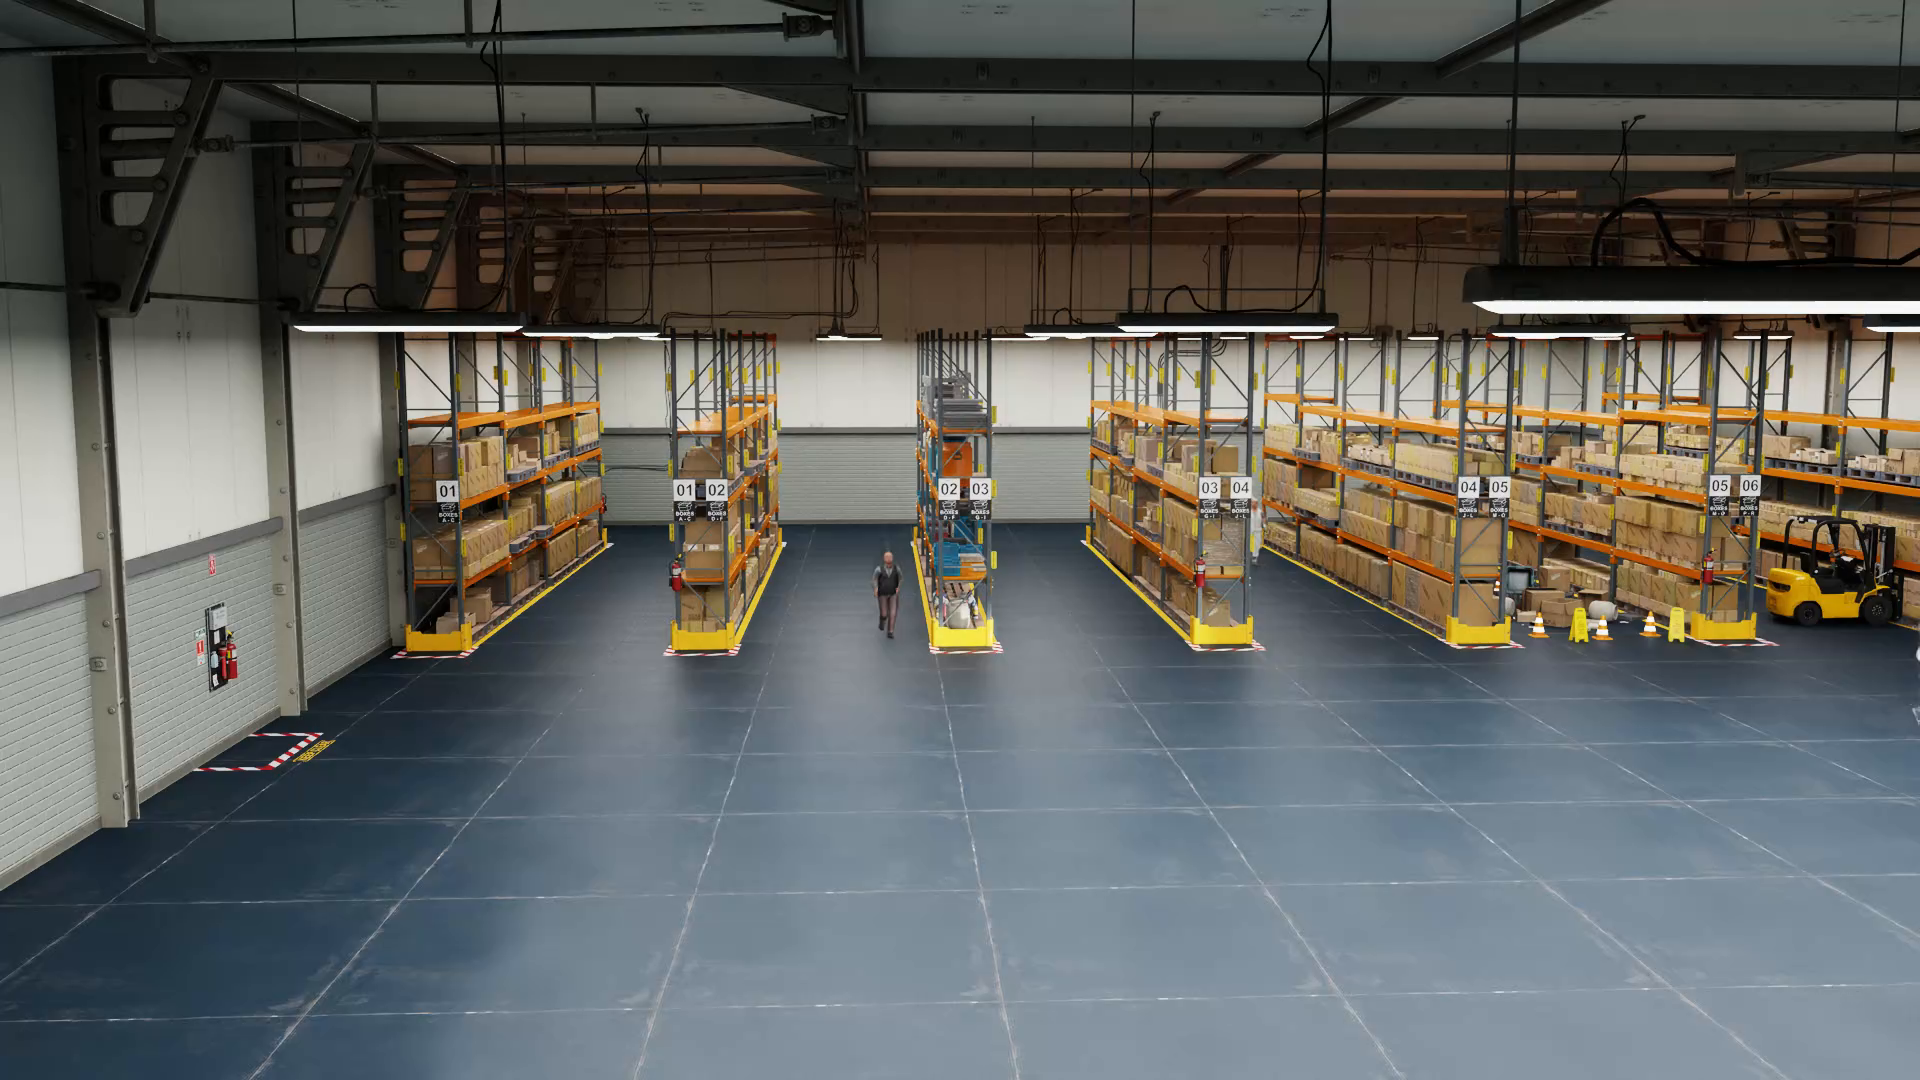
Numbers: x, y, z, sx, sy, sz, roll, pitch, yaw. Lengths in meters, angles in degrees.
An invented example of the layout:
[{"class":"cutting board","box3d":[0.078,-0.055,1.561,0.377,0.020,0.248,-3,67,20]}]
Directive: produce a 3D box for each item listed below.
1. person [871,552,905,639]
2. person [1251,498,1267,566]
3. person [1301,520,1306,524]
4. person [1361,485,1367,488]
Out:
[{"class":"person","box3d":[-1.393,1.074,32.443,0.650,1.662,0.602,-1,7,-8]},{"class":"person","box3d":[7.634,-0.214,43.109,0.669,1.755,0.866,0,7,-2]},{"class":"person","box3d":[10.041,-0.795,48.735,0.589,1.531,0.536,5,8,37]},{"class":"person","box3d":[12.035,-0.875,49.376,0.687,1.558,0.541,-1,7,-6]}]
